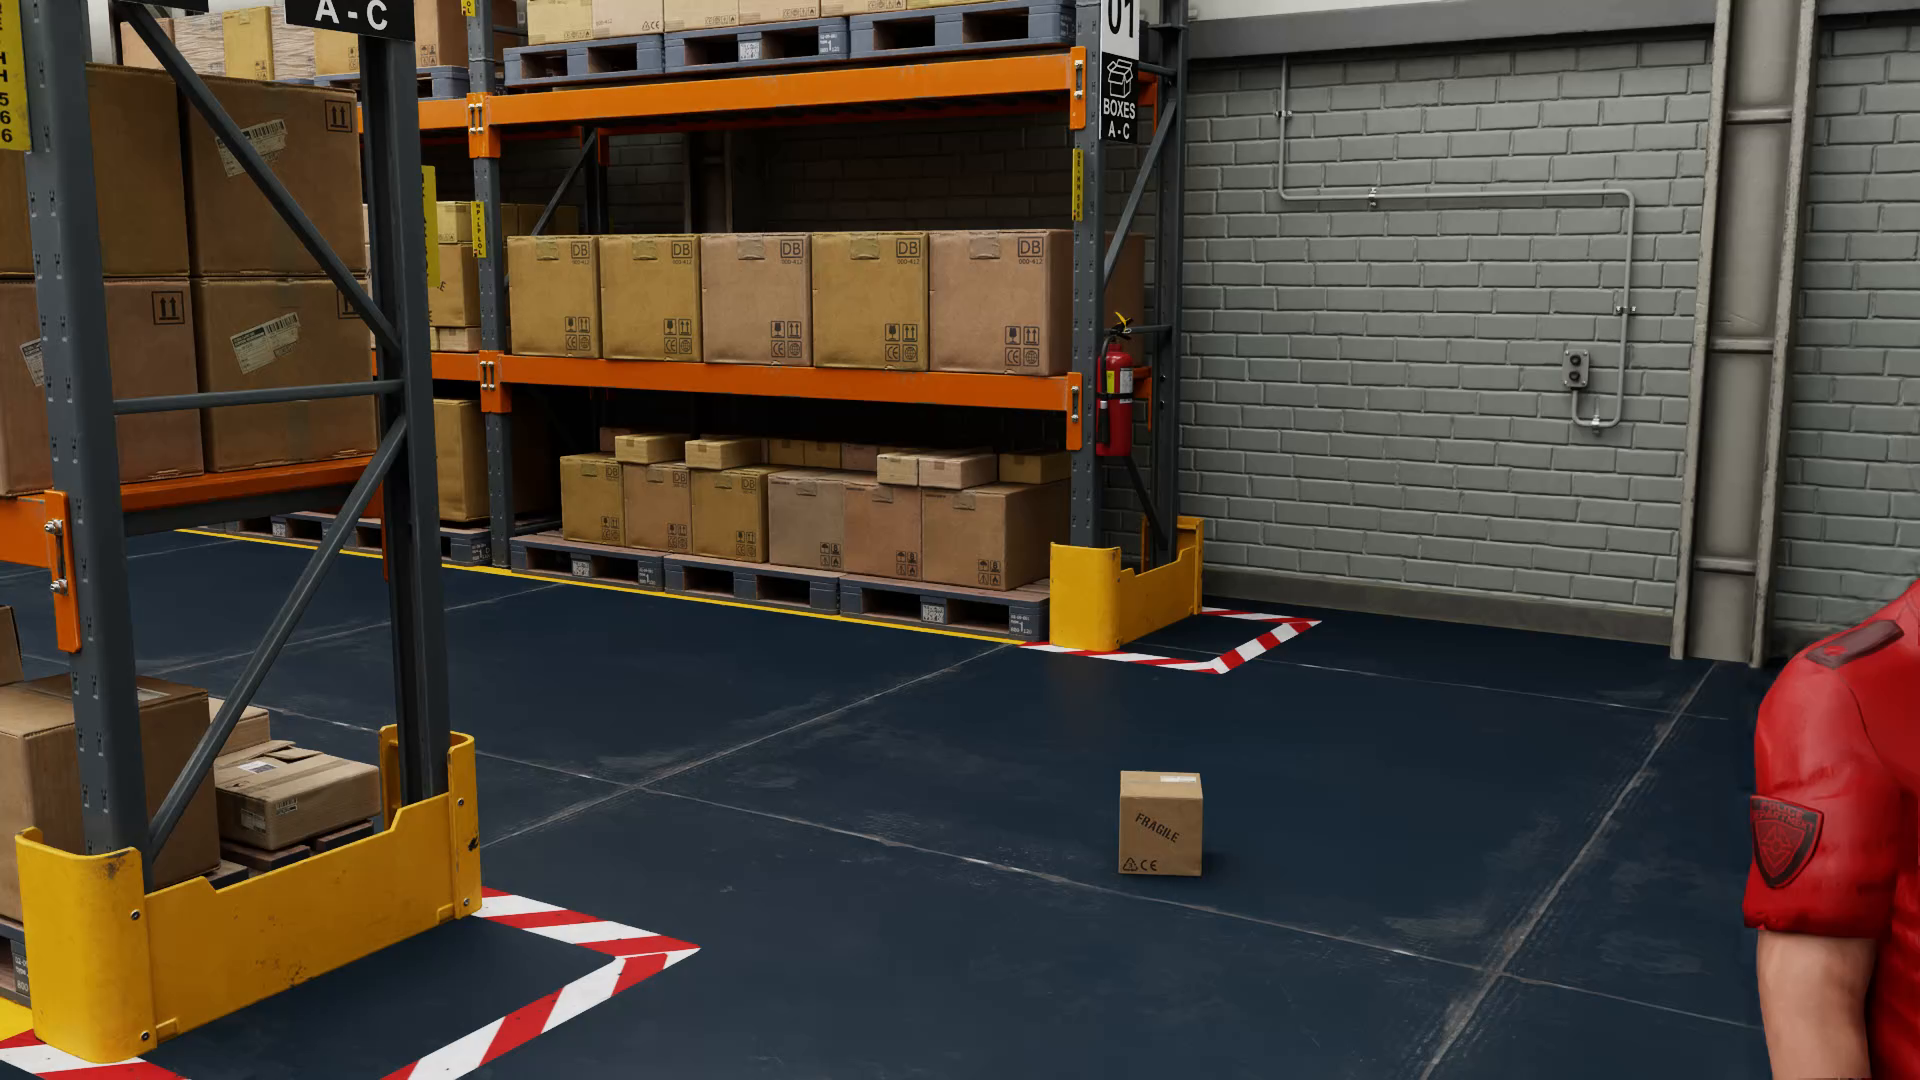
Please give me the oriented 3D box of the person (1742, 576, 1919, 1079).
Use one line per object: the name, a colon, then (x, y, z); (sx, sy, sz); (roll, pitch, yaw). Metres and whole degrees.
person: (1.034, 0.730, 1.621); (0.552, 1.787, 0.713); (-2, 10, -11)
